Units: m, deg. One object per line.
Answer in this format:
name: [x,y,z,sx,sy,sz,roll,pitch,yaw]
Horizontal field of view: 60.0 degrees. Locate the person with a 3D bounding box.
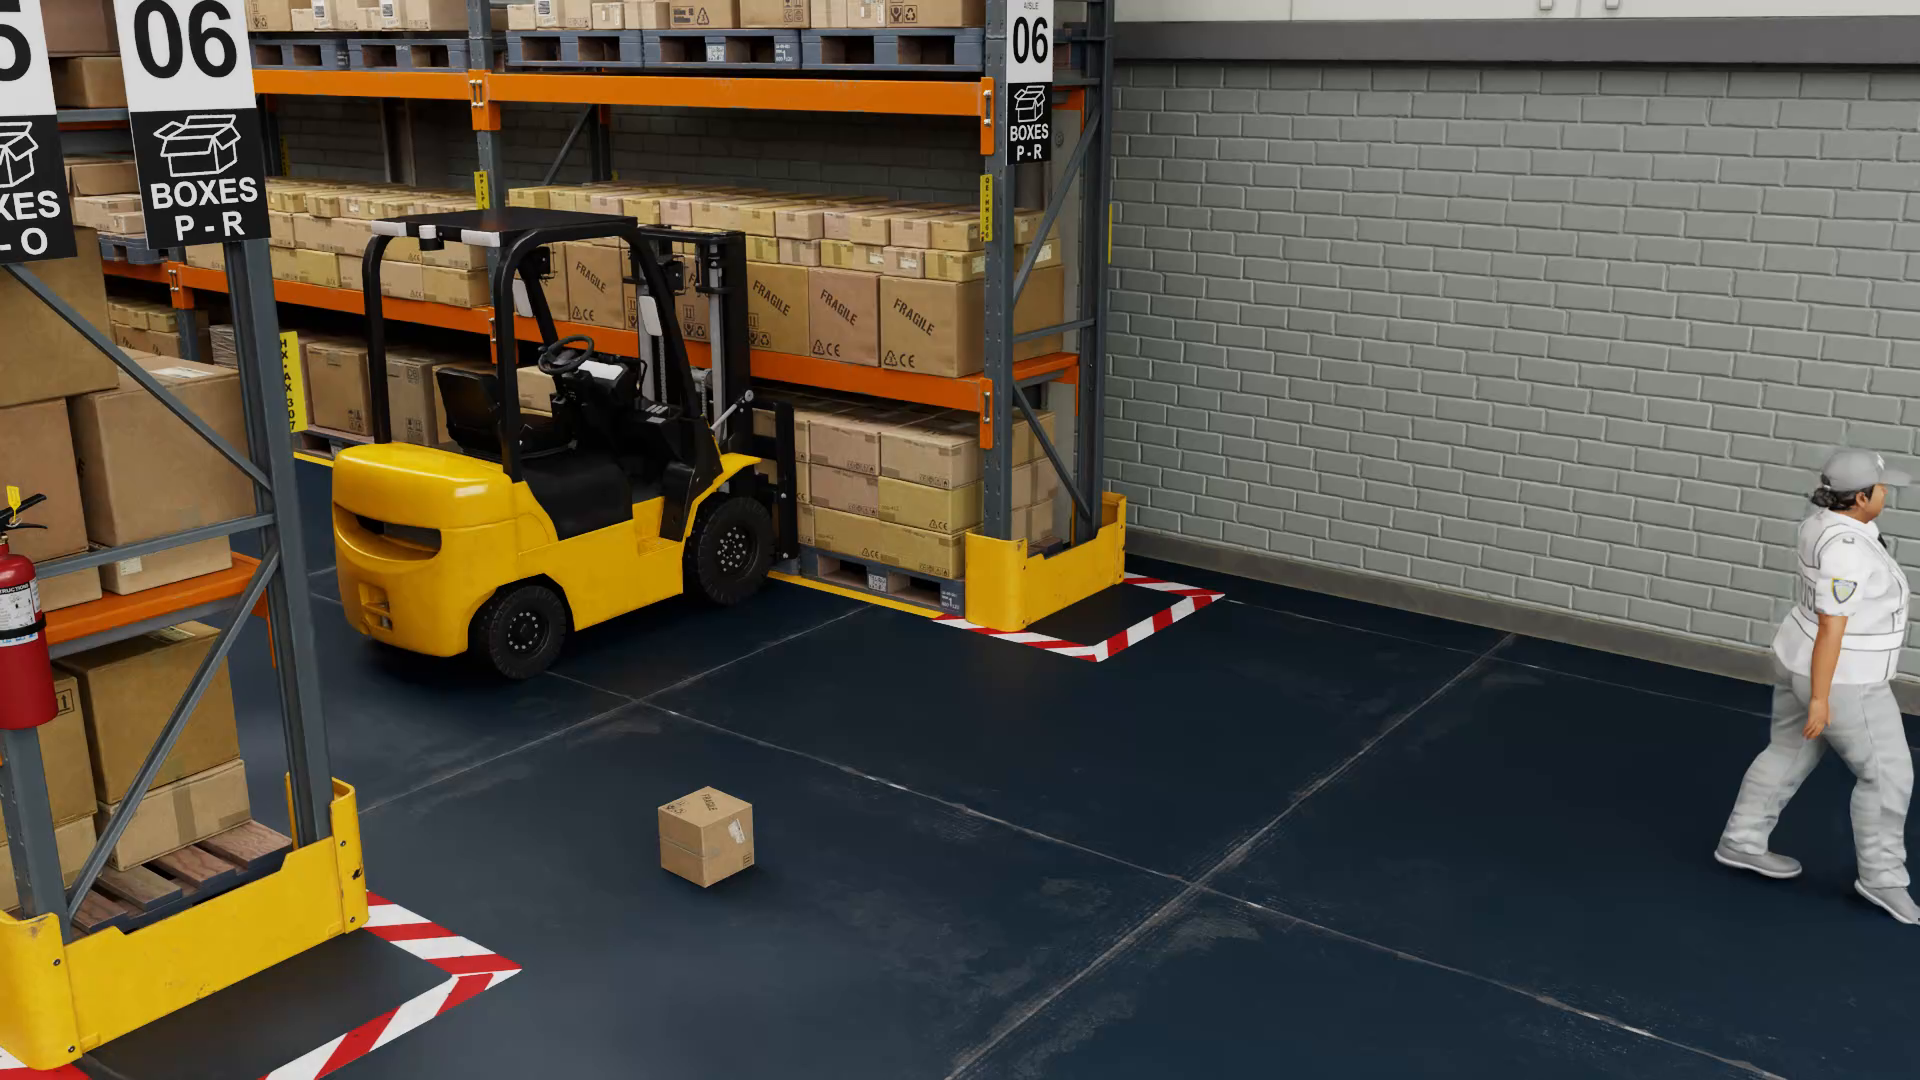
person: [3.118,0.554,5.911,0.585,1.332,0.428,3,17,11]
